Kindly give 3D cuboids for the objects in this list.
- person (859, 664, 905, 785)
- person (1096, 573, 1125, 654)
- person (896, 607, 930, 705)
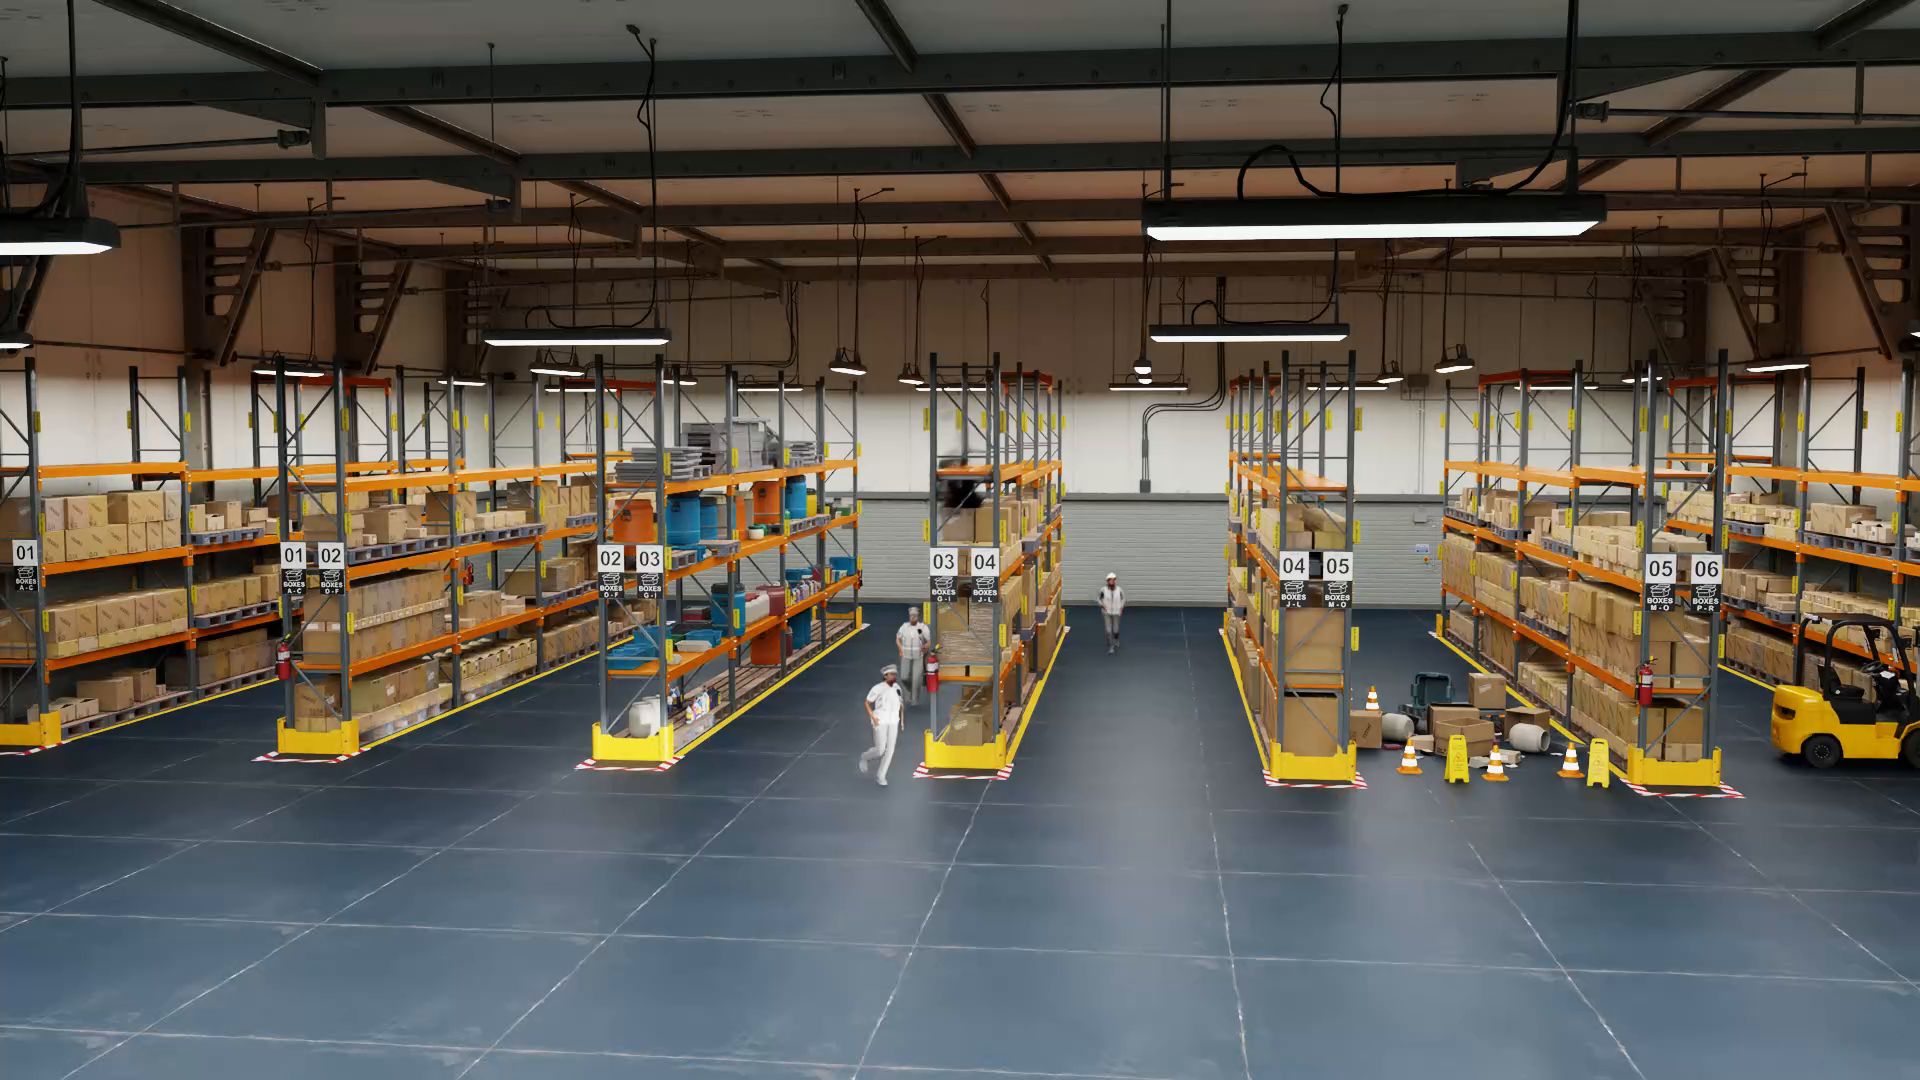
[{"bbox_3d":[-1.019,2.544,23.218,0.623,1.631,0.666,-3,5,-32],"label":"person"},{"bbox_3d":[3.271,1.590,36.089,0.655,1.741,0.625,0,4,0],"label":"person"},{"bbox_3d":[-0.830,2.053,29.371,0.656,1.734,0.612,0,4,6],"label":"person"}]
